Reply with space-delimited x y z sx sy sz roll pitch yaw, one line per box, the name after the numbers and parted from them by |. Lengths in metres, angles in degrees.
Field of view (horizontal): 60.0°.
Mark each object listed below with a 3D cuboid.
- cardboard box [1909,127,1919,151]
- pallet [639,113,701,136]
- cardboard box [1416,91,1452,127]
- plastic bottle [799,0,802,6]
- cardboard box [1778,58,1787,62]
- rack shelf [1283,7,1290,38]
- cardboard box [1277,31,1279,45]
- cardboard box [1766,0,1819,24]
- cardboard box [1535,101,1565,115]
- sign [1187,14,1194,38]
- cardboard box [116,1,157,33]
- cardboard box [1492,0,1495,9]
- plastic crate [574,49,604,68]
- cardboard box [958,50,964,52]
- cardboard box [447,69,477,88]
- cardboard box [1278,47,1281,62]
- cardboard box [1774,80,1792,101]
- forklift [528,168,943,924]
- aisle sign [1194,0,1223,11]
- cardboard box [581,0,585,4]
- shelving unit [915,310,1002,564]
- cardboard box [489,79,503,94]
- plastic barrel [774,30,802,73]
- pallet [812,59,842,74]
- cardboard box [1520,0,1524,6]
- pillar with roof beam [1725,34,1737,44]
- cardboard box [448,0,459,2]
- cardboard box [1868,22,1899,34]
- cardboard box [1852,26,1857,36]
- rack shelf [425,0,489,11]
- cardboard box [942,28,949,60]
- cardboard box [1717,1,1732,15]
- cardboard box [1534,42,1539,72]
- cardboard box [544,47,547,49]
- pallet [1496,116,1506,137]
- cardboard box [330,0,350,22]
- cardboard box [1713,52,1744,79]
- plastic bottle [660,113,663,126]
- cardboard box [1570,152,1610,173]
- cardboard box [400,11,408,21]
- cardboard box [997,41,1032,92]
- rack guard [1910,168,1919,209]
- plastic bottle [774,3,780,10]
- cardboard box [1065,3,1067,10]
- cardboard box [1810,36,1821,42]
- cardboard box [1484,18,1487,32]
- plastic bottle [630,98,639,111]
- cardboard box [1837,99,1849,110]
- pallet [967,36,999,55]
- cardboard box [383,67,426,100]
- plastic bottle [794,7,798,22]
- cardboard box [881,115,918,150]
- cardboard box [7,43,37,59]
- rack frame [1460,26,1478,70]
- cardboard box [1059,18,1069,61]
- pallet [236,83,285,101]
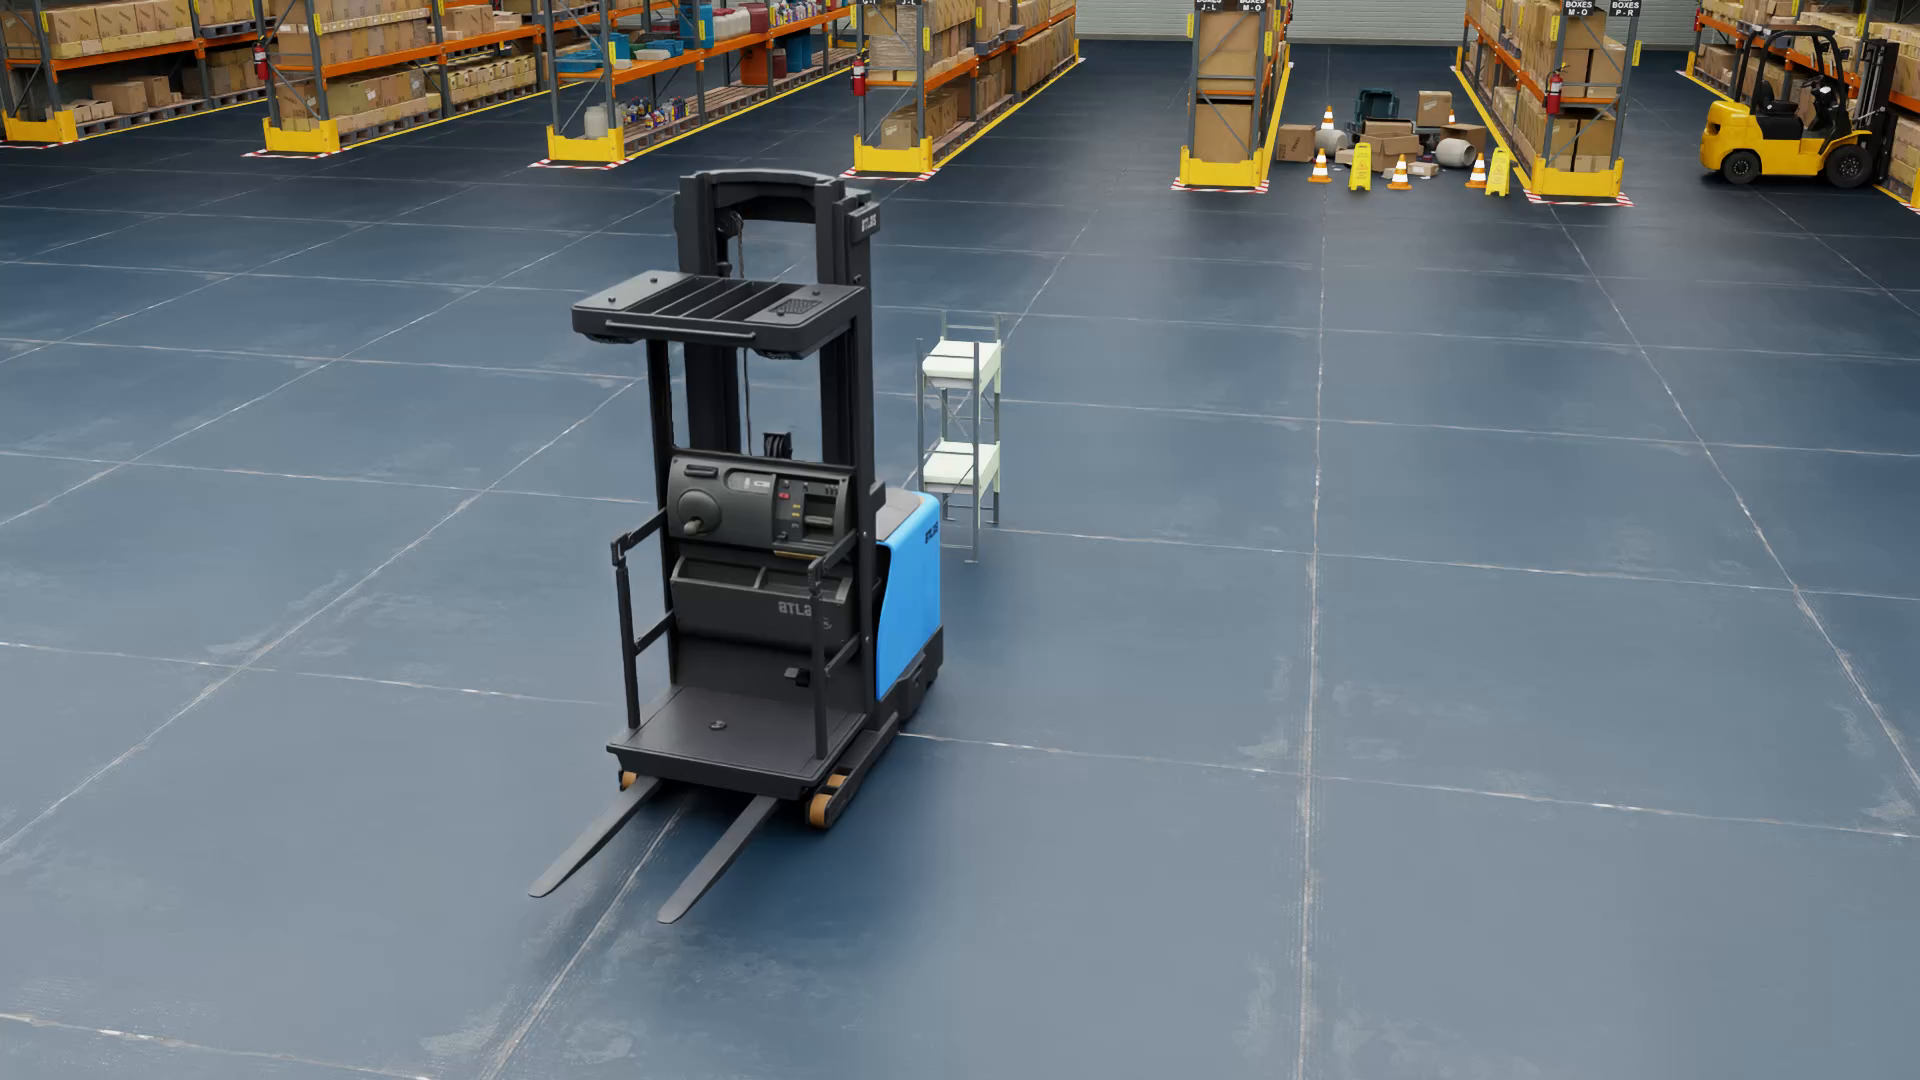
13.320 -5.465 22.687 0.500 0.250 0.500 5 23 13 | cardboard box
-5.241 -7.326 29.262 1.003 0.211 1.213 4 22 11 | pallet
7.739 -7.046 27.165 0.500 0.500 0.500 4 22 11 | cardboard box
-3.439 -11.415 35.748 0.144 0.351 0.185 4 22 11 | plastic bottle
16.097 -9.271 32.275 0.380 0.149 0.250 5 22 11 | cardboard box
6.662 -11.393 36.590 1.077 0.370 4.000 4 22 11 | rack shelf
5.505 -9.211 30.076 0.500 0.500 0.500 4 22 11 | cardboard box
15.316 -9.669 30.646 0.797 0.503 0.637 4 22 10 | cardboard box
8.589 -6.287 24.195 0.380 0.149 0.250 5 22 12 | cardboard box
3.276 -7.300 23.598 0.100 0.325 0.005 4 22 11 | sign
-14.765 -9.342 29.705 0.500 0.500 0.500 4 22 9 | cardboard box
10.358 -10.281 31.393 0.500 0.500 0.500 4 22 11 | cardboard box
-5.932 -7.773 26.839 0.499 0.251 0.408 4 22 11 | plastic crate
-0.140 -8.090 27.761 0.380 0.149 0.250 4 22 11 | cardboard box
-9.476 -8.736 31.396 0.500 0.311 0.500 4 22 10 | cardboard box
6.137 -9.706 33.217 0.500 0.250 0.500 3 22 9 | cardboard box
15.040 -8.021 30.039 0.500 0.500 0.500 5 22 12 | cardboard box
-1.039 -0.151 7.806 1.130 2.935 3.031 7 23 17 | forklift
3.497 -7.810 23.250 0.394 0.787 0.004 4 22 11 | aisle sign
-8.673 -11.996 36.427 0.700 0.500 0.500 8 23 19 | cardboard box
-0.001 -0.693 11.067 0.431 1.500 0.755 4 22 11 | shelving unit
-9.273 -8.852 32.435 0.500 0.250 0.500 5 22 12 | cardboard box
-3.702 -10.553 35.788 0.600 0.901 0.708 4 22 11 | plastic barrel
-3.318 -10.766 37.804 1.003 0.211 1.213 4 22 11 | pallet
9.522 -8.950 27.600 0.380 0.149 0.250 4 22 9 | cardboard box
14.014 -15.769 38.463 9.100 9.000 0.400 4 22 11 | pillar with roof beam
-12.709 -13.413 40.241 0.980 0.700 0.700 3 22 8 | cardboard box
13.992 -7.744 25.165 0.380 0.149 0.250 5 22 12 | cardboard box
14.336 -8.023 26.256 0.380 0.149 0.250 4 22 11 | cardboard box
-12.721 -12.941 40.434 1.077 0.370 4.000 4 22 11 | rack shelf
-0.649 -7.959 26.568 0.875 0.500 0.500 4 22 11 | cardboard box
16.153 -11.105 34.715 0.500 0.250 0.500 4 22 10 | cardboard box
8.846 -7.220 24.733 0.500 0.500 0.500 5 22 12 | cardboard box
-9.028 -10.298 35.665 0.500 0.500 0.500 4 22 9 | cardboard box
9.892 -7.168 28.869 1.003 0.211 1.213 4 22 11 | pallet
-10.507 -8.808 27.339 0.700 0.500 0.500 4 22 10 | cardboard box
16.154 -9.870 34.630 0.700 0.500 0.500 4 22 9 | cardboard box
-5.093 -7.143 28.231 0.097 0.201 0.097 0 22 0 | plastic bottle
9.107 -5.460 24.013 0.500 0.250 0.500 4 22 10 | cardboard box
-9.913 -9.190 29.156 0.380 0.149 0.250 4 22 11 | cardboard box
0.763 -9.408 32.979 1.225 0.875 0.875 3 22 8 | cardboard box
13.526 -4.721 22.407 1.175 0.500 0.348 4 22 11 | rack guard
-3.972 -11.456 35.951 0.152 0.276 0.135 4 22 11 | plastic bottle
2.225 -12.133 37.801 0.380 0.149 0.250 5 22 11 | cardboard box
14.606 -8.461 27.878 0.500 0.250 0.500 4 22 10 | cardboard box
10.547 -10.069 32.541 0.500 0.250 0.500 4 22 10 | cardboard box
-5.672 -7.505 28.930 0.144 0.351 0.185 4 22 9 | plastic bottle
14.443 -6.637 26.435 0.875 0.625 0.625 5 23 13 | cardboard box
0.084 -8.664 29.108 1.003 0.211 1.213 4 22 11 | pallet
-9.905 -8.140 29.665 0.500 0.500 0.500 4 22 11 | cardboard box
-3.449 -11.025 34.869 0.061 0.283 0.133 4 22 11 | plastic bottle
-0.886 -6.284 25.726 0.500 0.500 0.500 9 24 21 | cardboard box
-15.672 -8.280 28.072 0.500 0.250 0.500 5 22 12 | cardboard box
11.936 -12.118 37.427 1.000 3.000 0.127 4 22 11 | rack frame
1.997 -11.510 38.199 0.875 0.875 0.875 4 22 11 | cardboard box
-14.357 -9.056 33.558 1.003 0.211 1.213 4 22 11 | pallet
